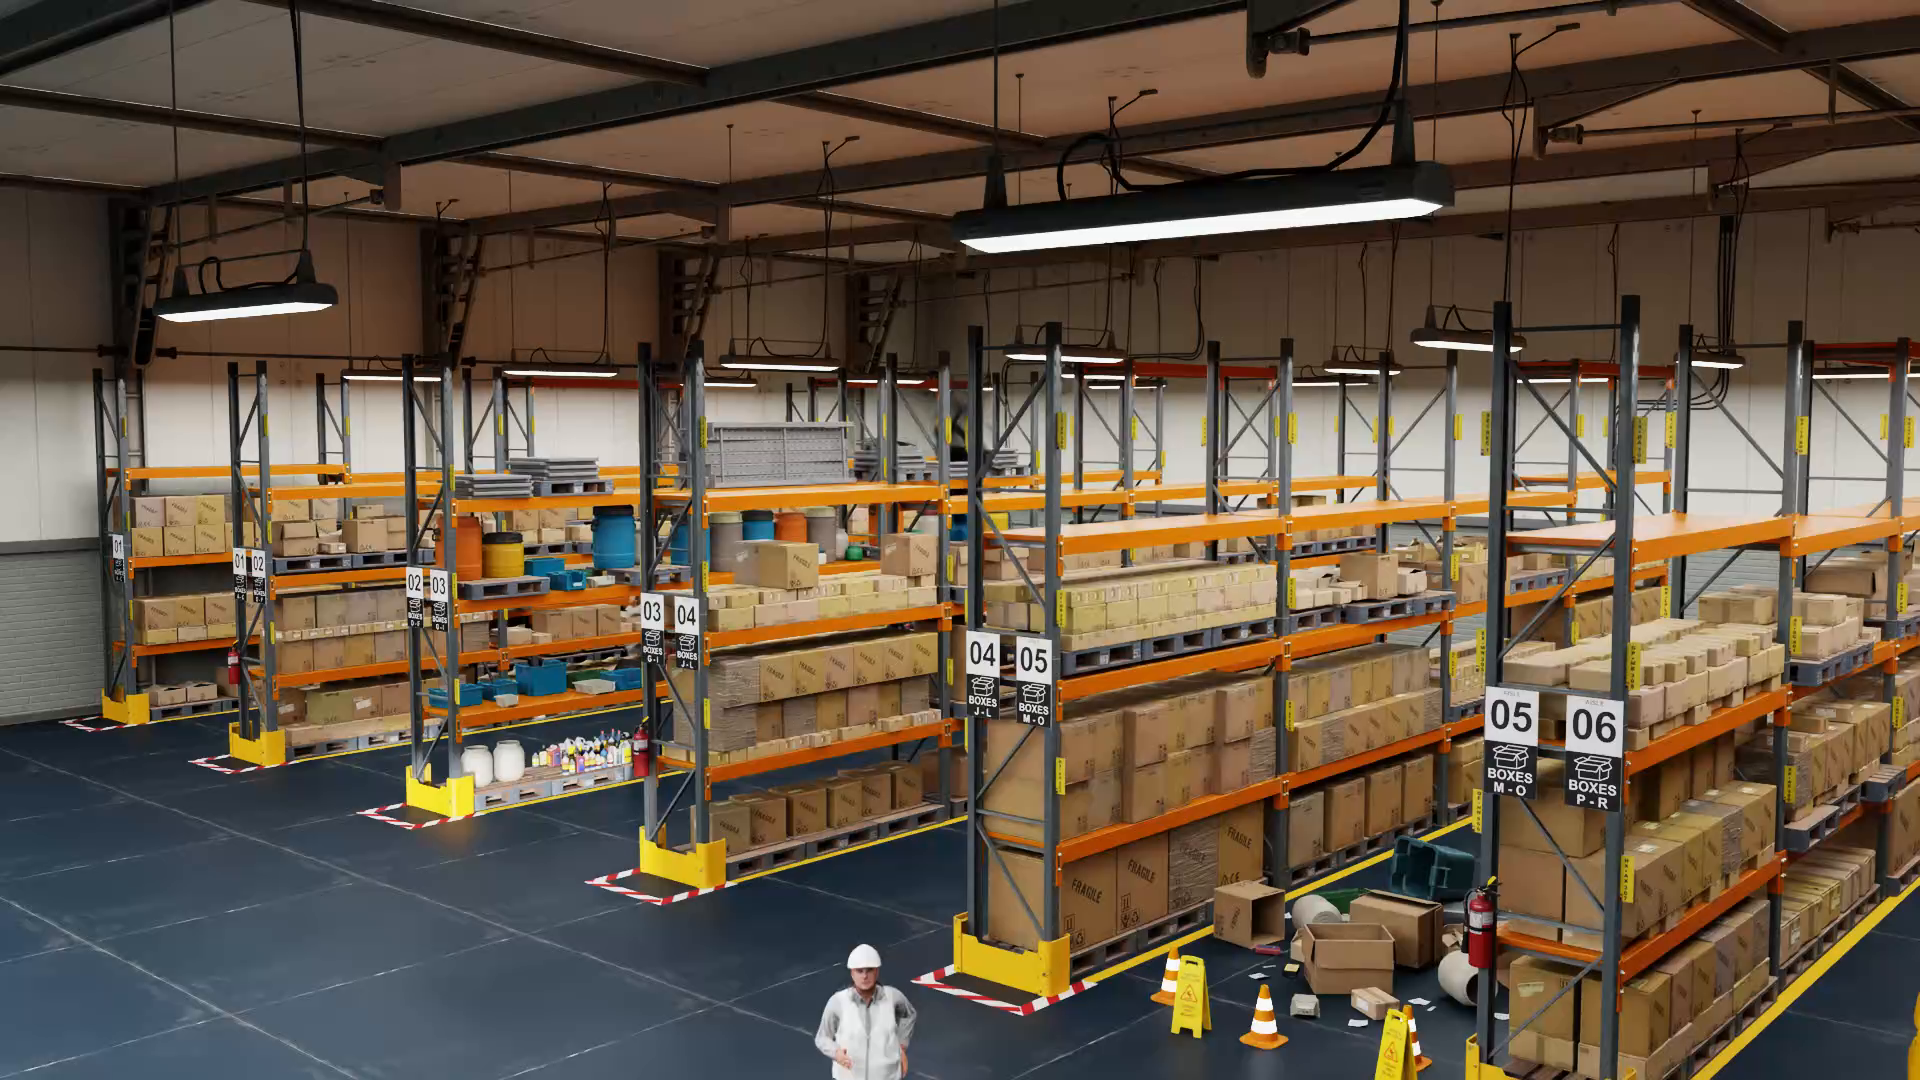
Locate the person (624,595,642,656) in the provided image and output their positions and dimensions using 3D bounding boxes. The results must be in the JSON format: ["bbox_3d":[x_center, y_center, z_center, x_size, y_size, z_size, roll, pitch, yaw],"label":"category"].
[{"bbox_3d":[-6.533,1.868,33.347,0.578,1.644,0.880,2,5,25],"label":"person"}]

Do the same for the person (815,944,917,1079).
[{"bbox_3d":[-0.601,3.481,10.694,0.658,1.789,0.955,0,4,-3],"label":"person"}]
